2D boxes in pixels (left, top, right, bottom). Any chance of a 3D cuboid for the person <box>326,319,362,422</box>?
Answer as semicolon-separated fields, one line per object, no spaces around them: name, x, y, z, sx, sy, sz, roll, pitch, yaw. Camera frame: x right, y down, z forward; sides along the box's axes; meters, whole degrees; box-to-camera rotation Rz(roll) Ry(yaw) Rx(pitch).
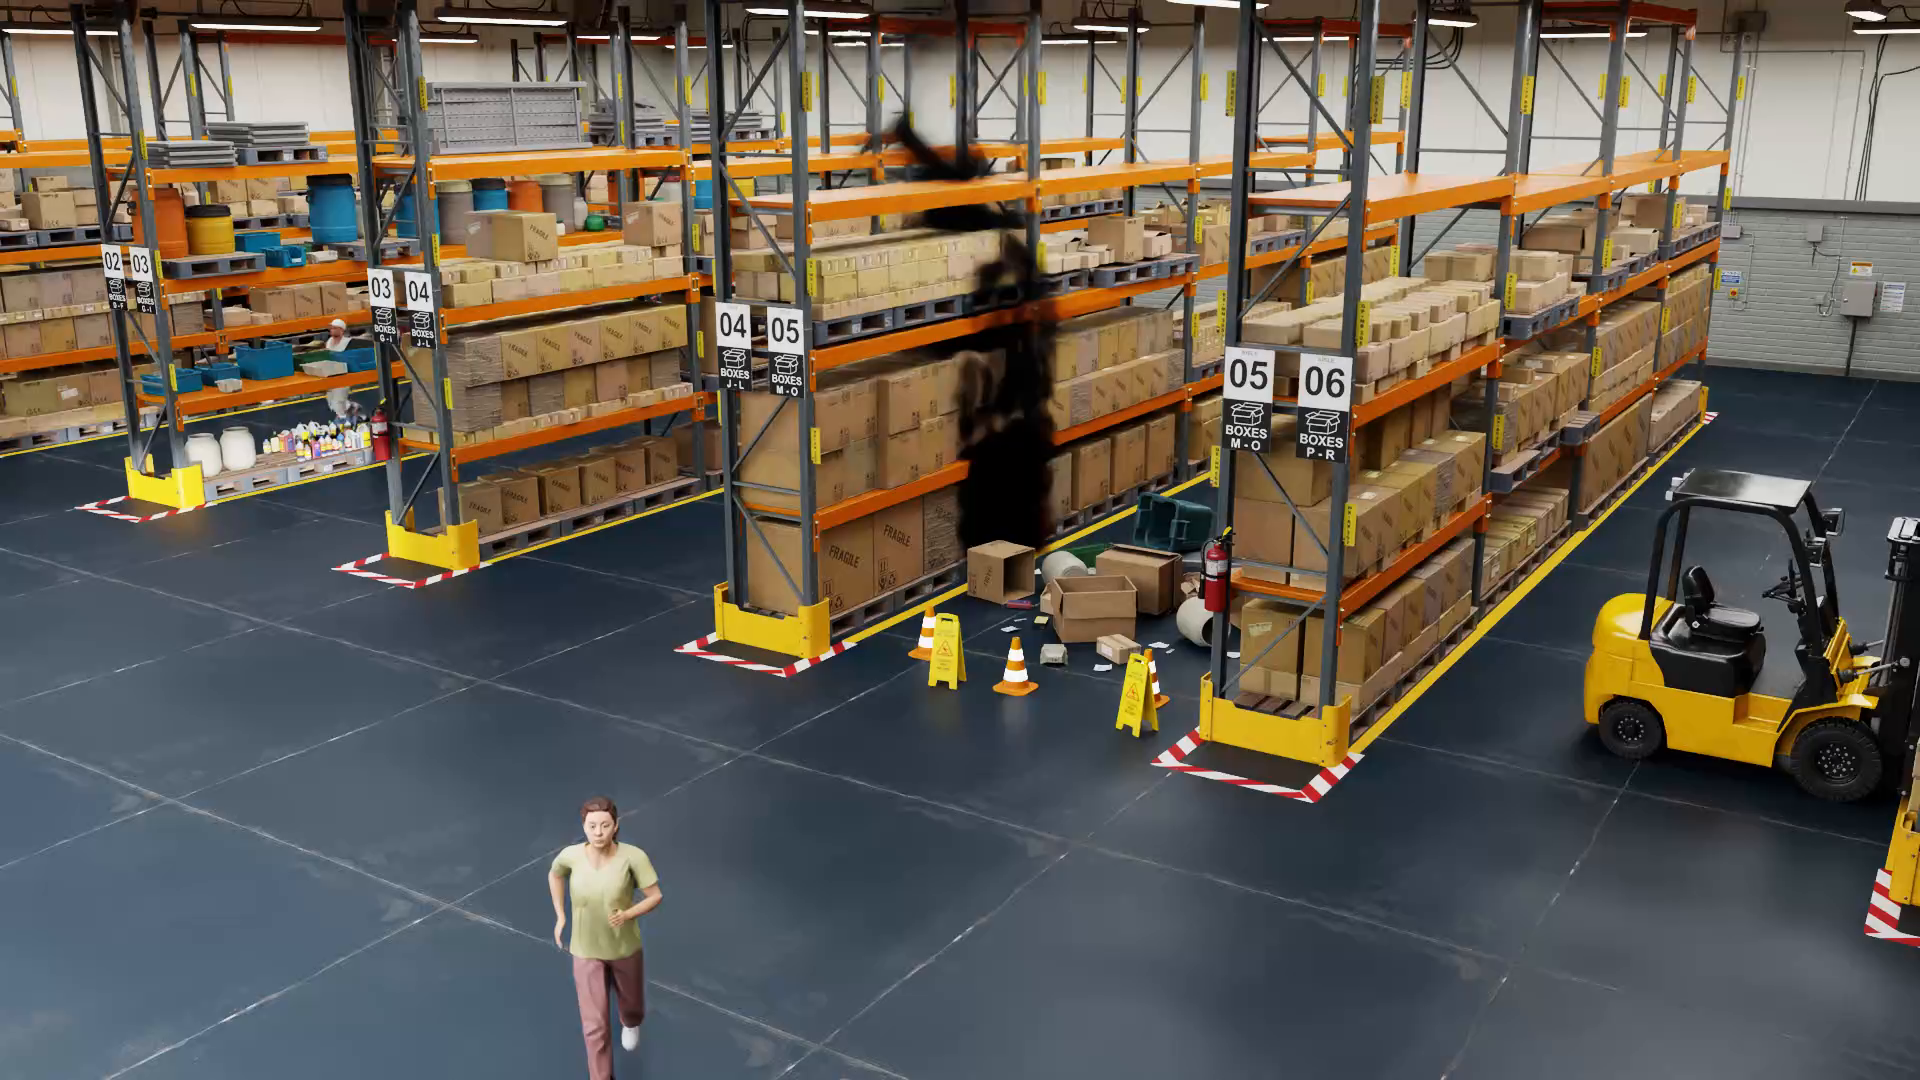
person;-9.108;-2.397;24.597;0.656;1.749;0.704;7;17;25

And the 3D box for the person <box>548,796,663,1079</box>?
person;-1.807;2.091;8.532;0.581;1.646;0.960;-3;16;-9
